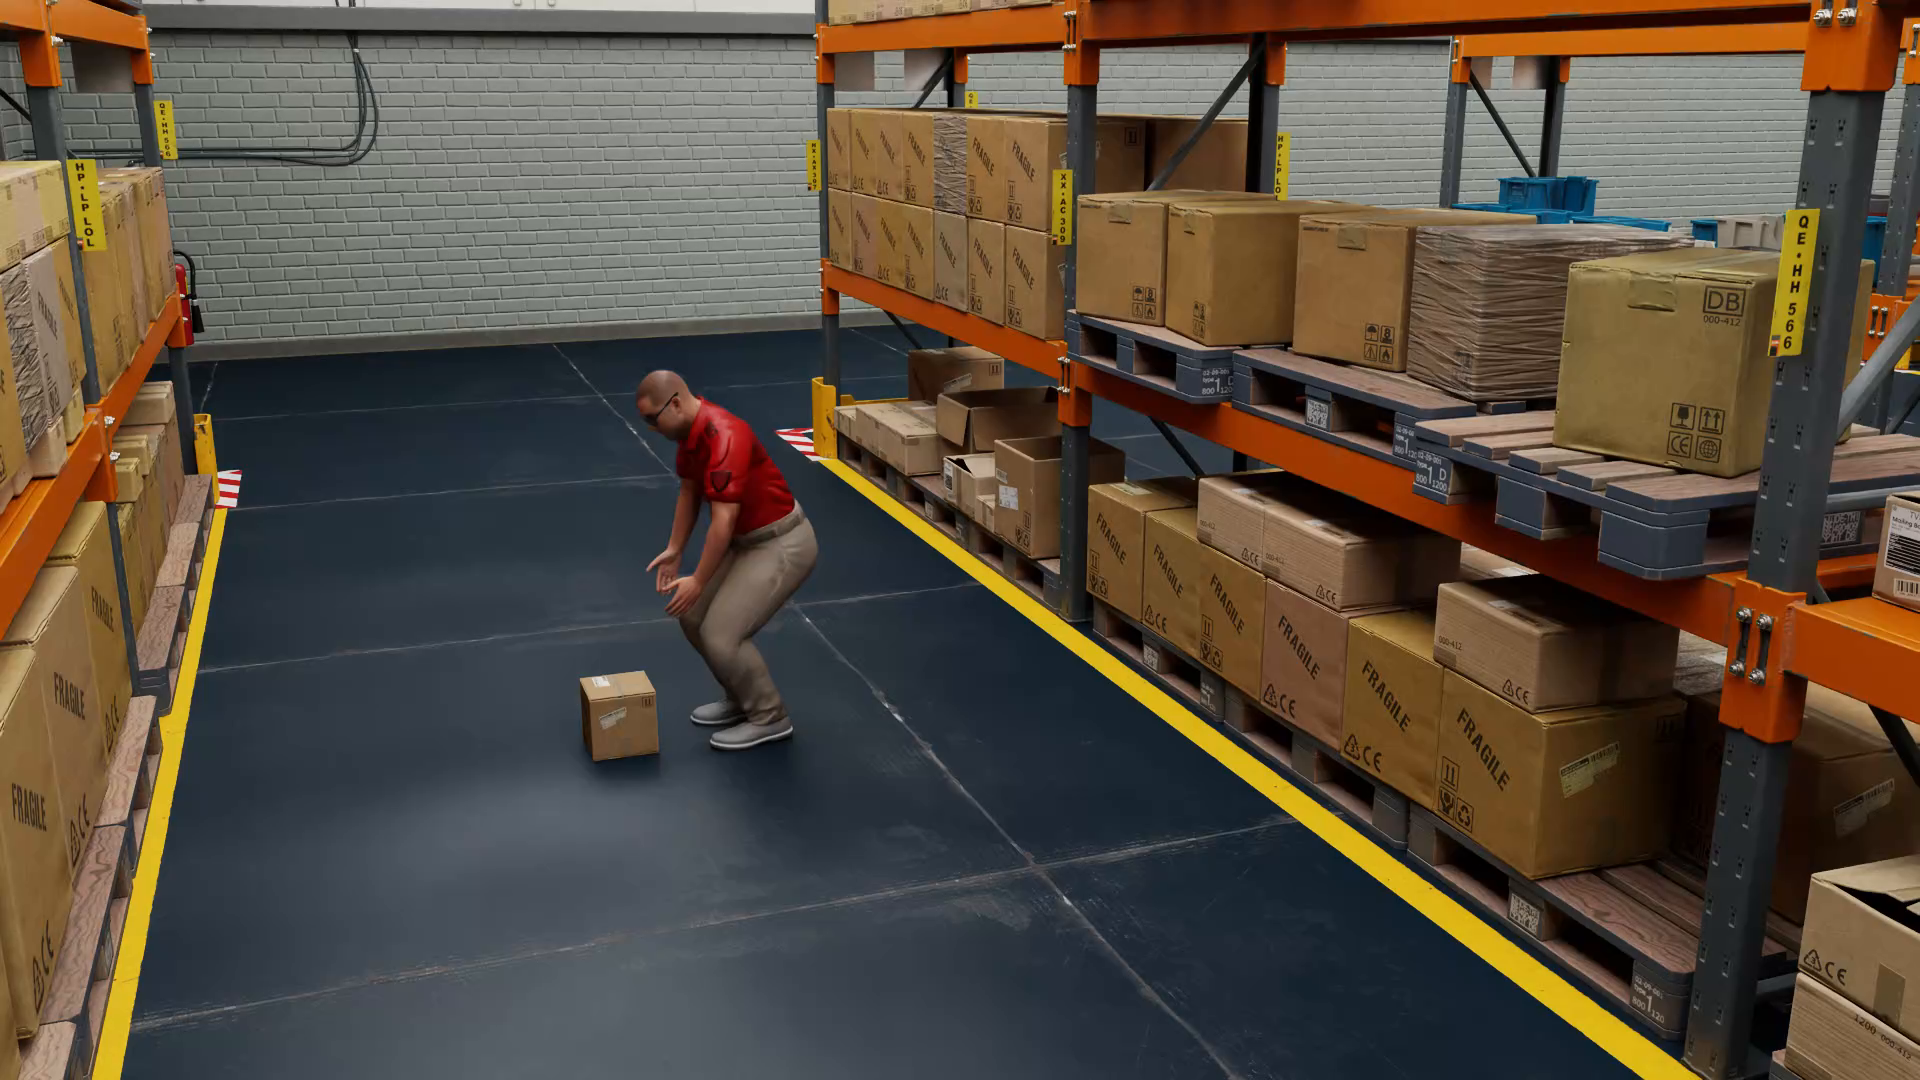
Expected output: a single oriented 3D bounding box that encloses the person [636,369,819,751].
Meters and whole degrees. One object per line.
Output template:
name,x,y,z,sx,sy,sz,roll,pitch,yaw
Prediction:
person,-0.872,0.060,6.348,0.666,1.466,0.588,-6,16,-20
